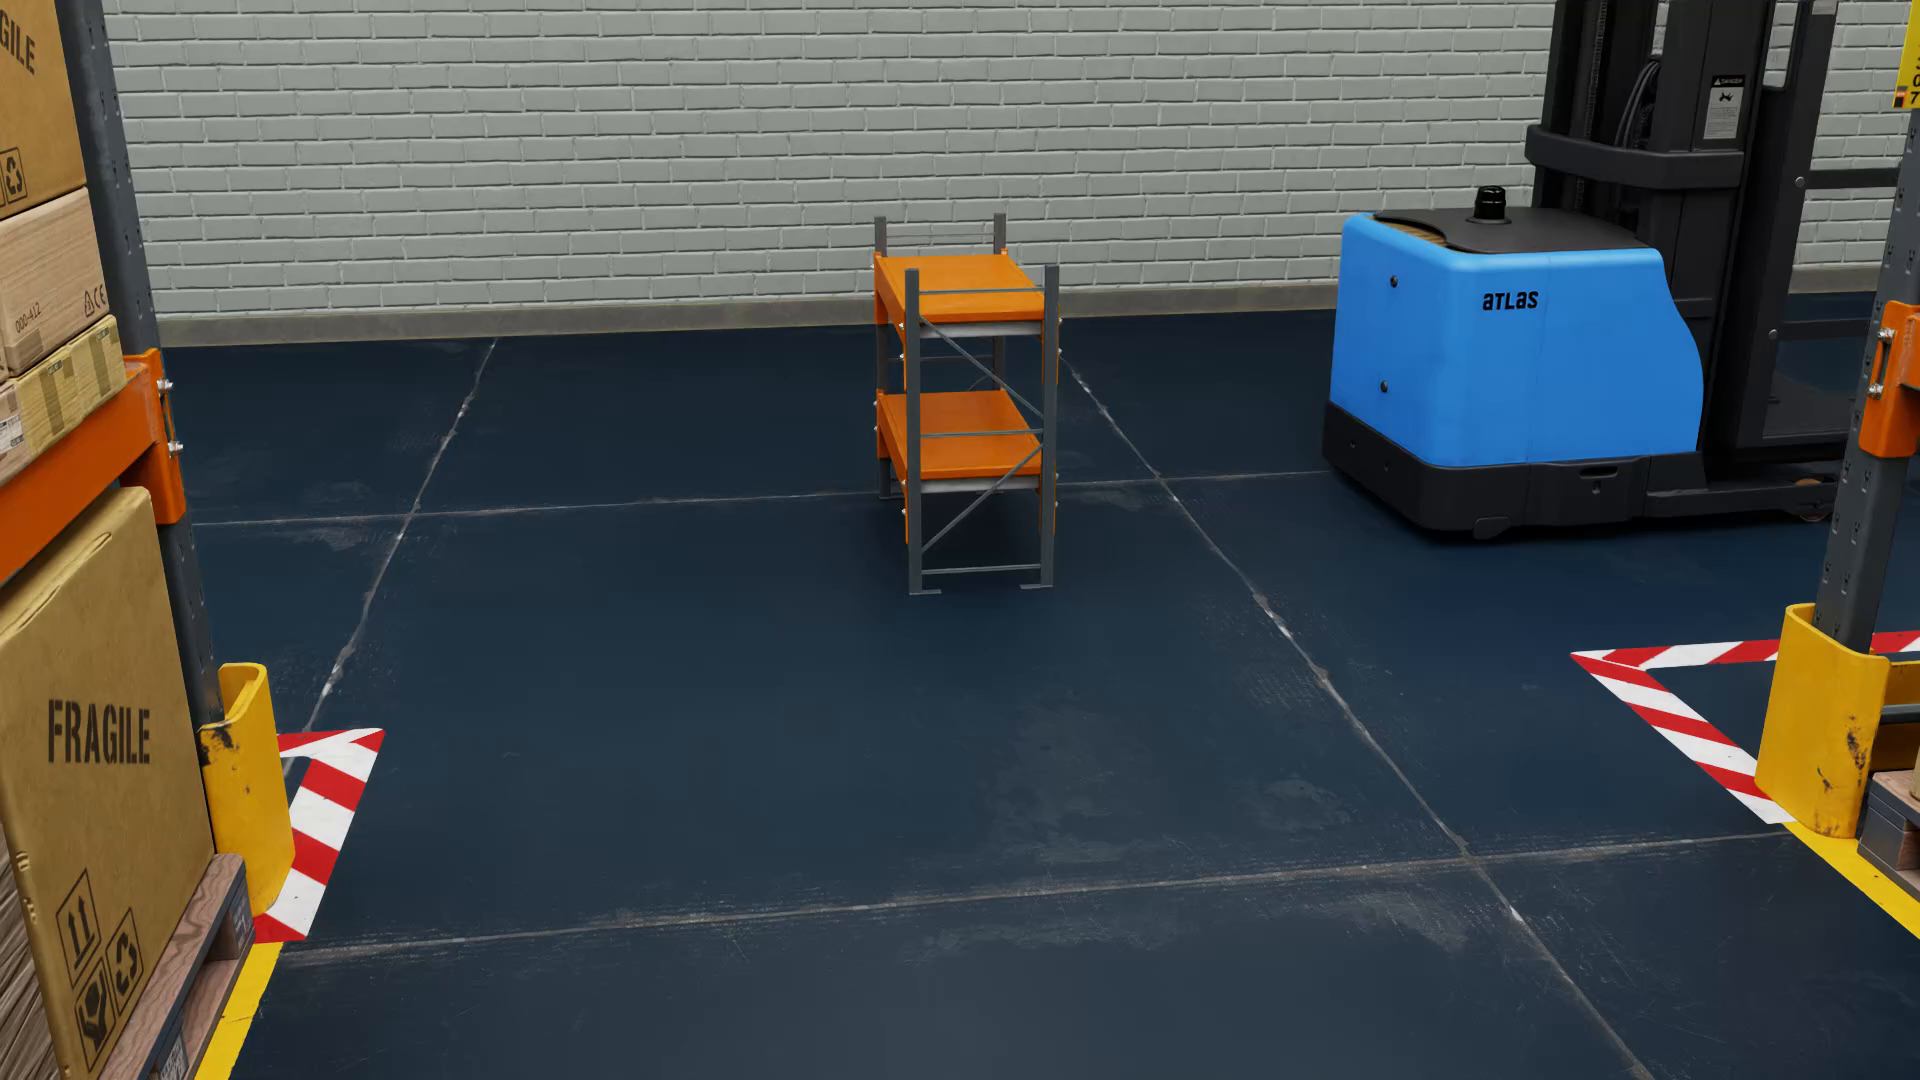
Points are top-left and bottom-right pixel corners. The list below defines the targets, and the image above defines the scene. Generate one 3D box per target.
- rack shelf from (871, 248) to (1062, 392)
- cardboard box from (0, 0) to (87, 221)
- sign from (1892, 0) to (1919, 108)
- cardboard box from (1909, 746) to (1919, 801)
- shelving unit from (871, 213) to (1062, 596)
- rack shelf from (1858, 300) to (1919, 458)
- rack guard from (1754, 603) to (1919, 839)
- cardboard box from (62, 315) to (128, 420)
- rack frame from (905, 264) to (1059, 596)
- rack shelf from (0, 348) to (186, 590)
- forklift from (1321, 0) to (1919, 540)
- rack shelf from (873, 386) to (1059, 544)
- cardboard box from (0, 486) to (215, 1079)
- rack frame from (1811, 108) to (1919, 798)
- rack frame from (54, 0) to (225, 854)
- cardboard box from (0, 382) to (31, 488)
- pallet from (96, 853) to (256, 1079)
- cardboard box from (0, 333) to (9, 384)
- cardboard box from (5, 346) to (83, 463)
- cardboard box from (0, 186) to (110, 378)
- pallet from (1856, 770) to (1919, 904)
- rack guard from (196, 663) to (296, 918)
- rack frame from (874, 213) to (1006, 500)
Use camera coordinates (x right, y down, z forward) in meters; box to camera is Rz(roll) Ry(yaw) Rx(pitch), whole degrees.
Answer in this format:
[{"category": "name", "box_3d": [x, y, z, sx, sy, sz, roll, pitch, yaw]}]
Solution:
[{"category": "rack shelf", "box_3d": [-0.001, -0.803, 5.923, 0.538, 0.278, 1.000, -3, 21, -8]}, {"category": "cardboard box", "box_3d": [-1.877, -0.813, 2.822, 0.500, 0.500, 0.500, -3, 21, -7]}, {"category": "sign", "box_3d": [2.179, -1.141, 3.746, 0.100, 0.325, 0.005, -3, 21, -8]}, {"category": "cardboard box", "box_3d": [2.474, 0.574, 3.868, 0.380, 0.149, 0.250, -2, 21, -7]}, {"category": "shelving unit", "box_3d": [-0.001, -0.529, 6.026, 0.538, 1.125, 1.048, -3, 21, -8]}, {"category": "rack shelf", "box_3d": [3.004, 0.267, 2.243, 1.077, 0.370, 4.000, -3, 21, -8]}, {"category": "rack guard", "box_3d": [2.727, 0.435, 4.338, 1.175, 0.500, 0.348, -3, 21, -8]}, {"category": "cardboard box", "box_3d": [-1.830, -0.323, 3.154, 0.380, 0.149, 0.250, -3, 21, -7]}, {"category": "rack frame", "box_3d": [0.072, -0.353, 5.554, 0.500, 1.125, 0.032, -3, 21, -8]}, {"category": "rack shelf", "box_3d": [-1.919, 0.482, 1.667, 1.077, 0.370, 4.000, -3, 21, -8]}, {"category": "forklift", "box_3d": [3.085, -1.618, 6.360, 3.031, 2.935, 1.130, -4, 21, -11]}, {"category": "rack shelf", "box_3d": [-0.001, -0.300, 6.111, 0.538, 0.278, 1.000, -3, 21, -8]}, {"category": "cardboard box", "box_3d": [-2.036, 0.469, 3.111, 0.875, 0.875, 0.875, -3, 21, -8]}, {"category": "rack frame", "box_3d": [2.716, -0.763, 3.971, 1.000, 3.000, 0.127, -3, 21, -8]}, {"category": "rack frame", "box_3d": [-2.207, -0.548, 3.395, 1.000, 3.000, 0.127, -3, 21, -8]}, {"category": "cardboard box", "box_3d": [-1.756, -0.146, 2.679, 0.380, 0.149, 0.250, -3, 21, -8]}, {"category": "pallet", "box_3d": [-2.014, 1.032, 3.152, 1.003, 0.211, 1.213, -3, 21, -8]}, {"category": "cardboard box", "box_3d": [-1.802, -0.287, 2.486, 0.500, 0.250, 0.500, -3, 21, -9]}, {"category": "cardboard box", "box_3d": [-1.791, -0.233, 2.913, 0.380, 0.149, 0.250, -3, 21, -7]}, {"category": "cardboard box", "box_3d": [-1.875, -0.462, 2.956, 0.500, 0.250, 0.500, -3, 21, -9]}, {"category": "pallet", "box_3d": [2.809, 0.853, 3.631, 1.003, 0.211, 1.213, -3, 21, -8]}, {"category": "rack guard", "box_3d": [-2.211, 0.615, 3.855, 1.175, 0.500, 0.348, -3, 21, -8]}, {"category": "rack frame", "box_3d": [-0.074, -0.705, 6.497, 0.500, 1.125, 0.032, -3, 21, -8]}]
